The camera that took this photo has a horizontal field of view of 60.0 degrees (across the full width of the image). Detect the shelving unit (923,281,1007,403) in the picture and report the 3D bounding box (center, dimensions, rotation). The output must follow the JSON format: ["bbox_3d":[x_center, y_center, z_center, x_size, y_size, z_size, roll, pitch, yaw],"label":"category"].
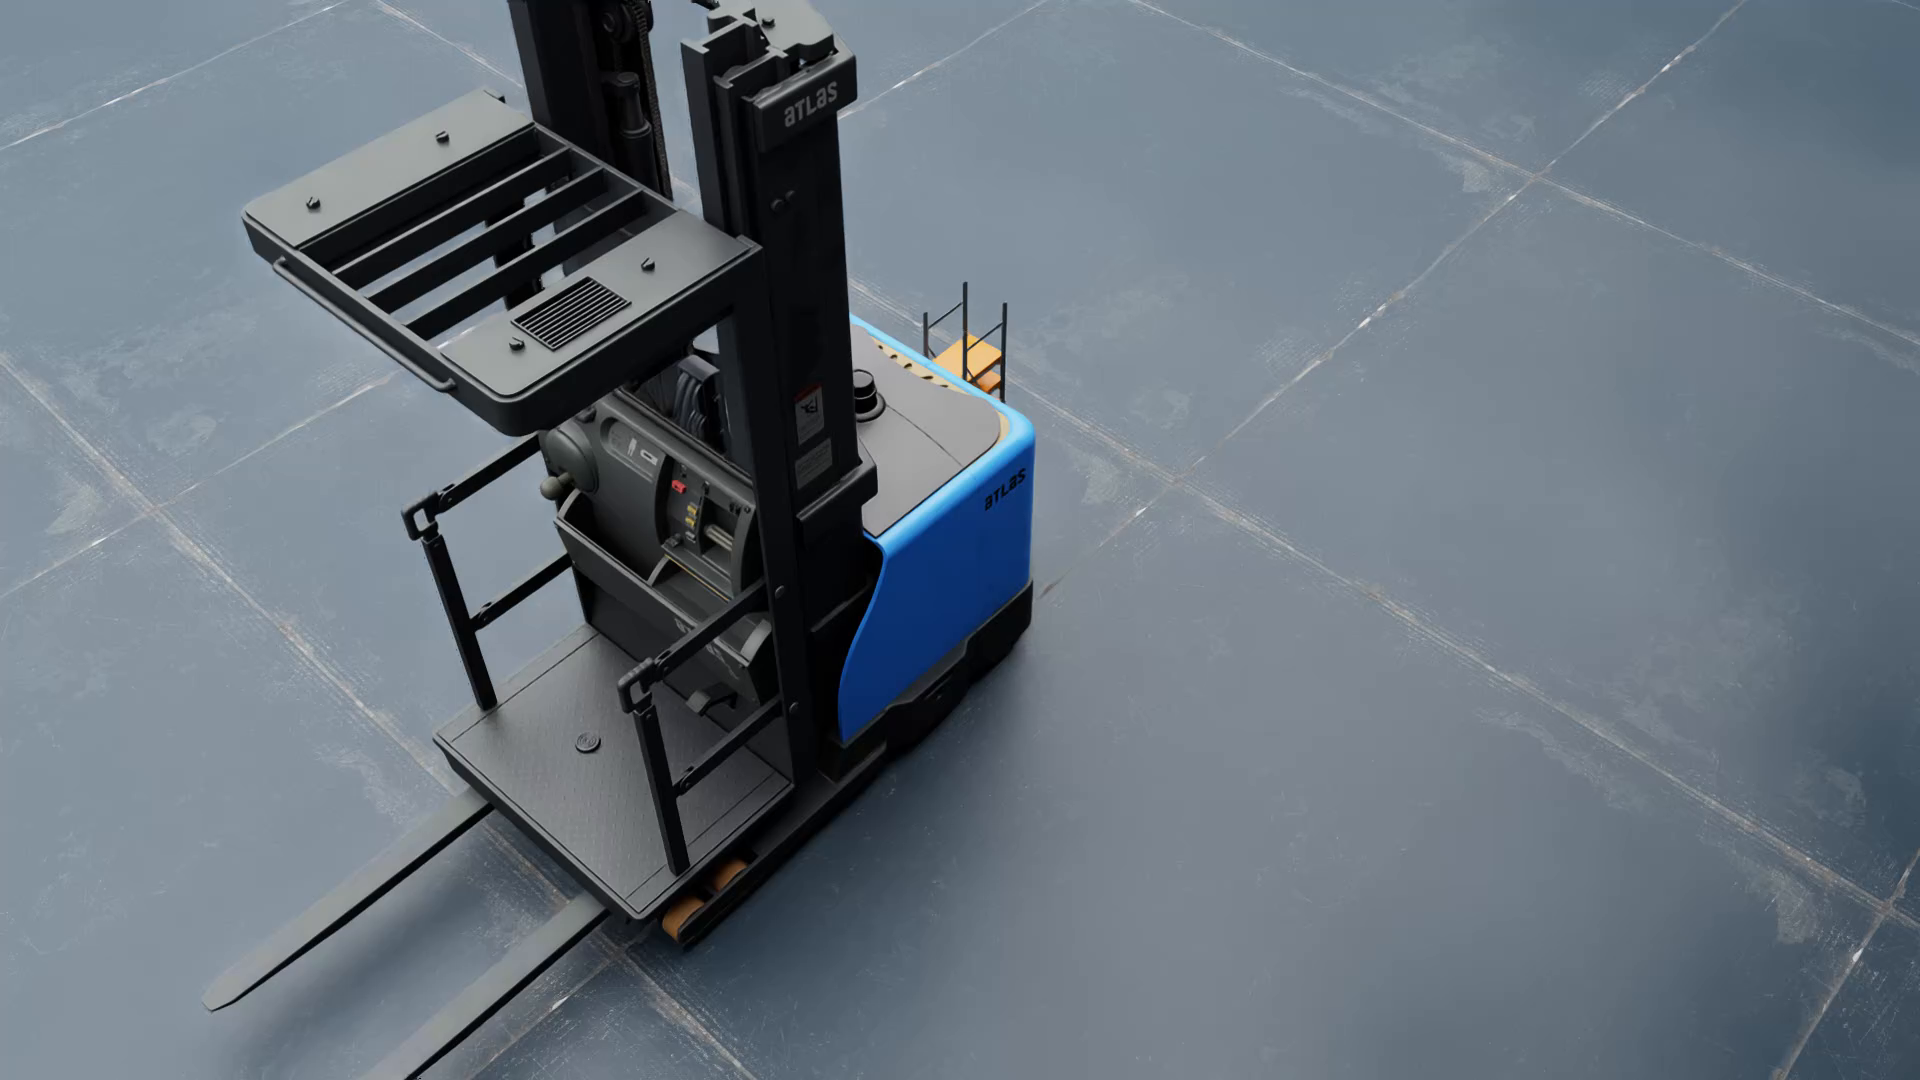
[{"bbox_3d":[0.018,-0.411,6.313,0.189,1.200,0.258,32,54,26],"label":"shelving unit"}]

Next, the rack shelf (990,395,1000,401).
[{"bbox_3d":[0.018,-0.462,6.257,0.180,0.103,0.258,32,54,26],"label":"rack shelf"}]

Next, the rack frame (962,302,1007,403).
[{"bbox_3d":[0.087,-0.368,6.272,0.006,1.200,0.240,32,54,26],"label":"rack frame"}]

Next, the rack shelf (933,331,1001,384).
[{"bbox_3d":[0.018,-0.627,6.082,0.180,0.103,0.258,32,54,26],"label":"rack shelf"}]

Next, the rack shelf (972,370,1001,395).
[{"bbox_3d":[0.018,-0.545,6.170,0.180,0.103,0.258,32,54,26],"label":"rack shelf"}]

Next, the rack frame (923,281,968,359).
[{"bbox_3d":[-0.052,-0.454,6.353,0.006,1.200,0.240,32,54,26],"label":"rack frame"}]

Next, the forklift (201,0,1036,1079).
[{"bbox_3d":[-1.082,-0.098,4.831,1.130,2.935,3.031,33,55,27],"label":"forklift"}]
